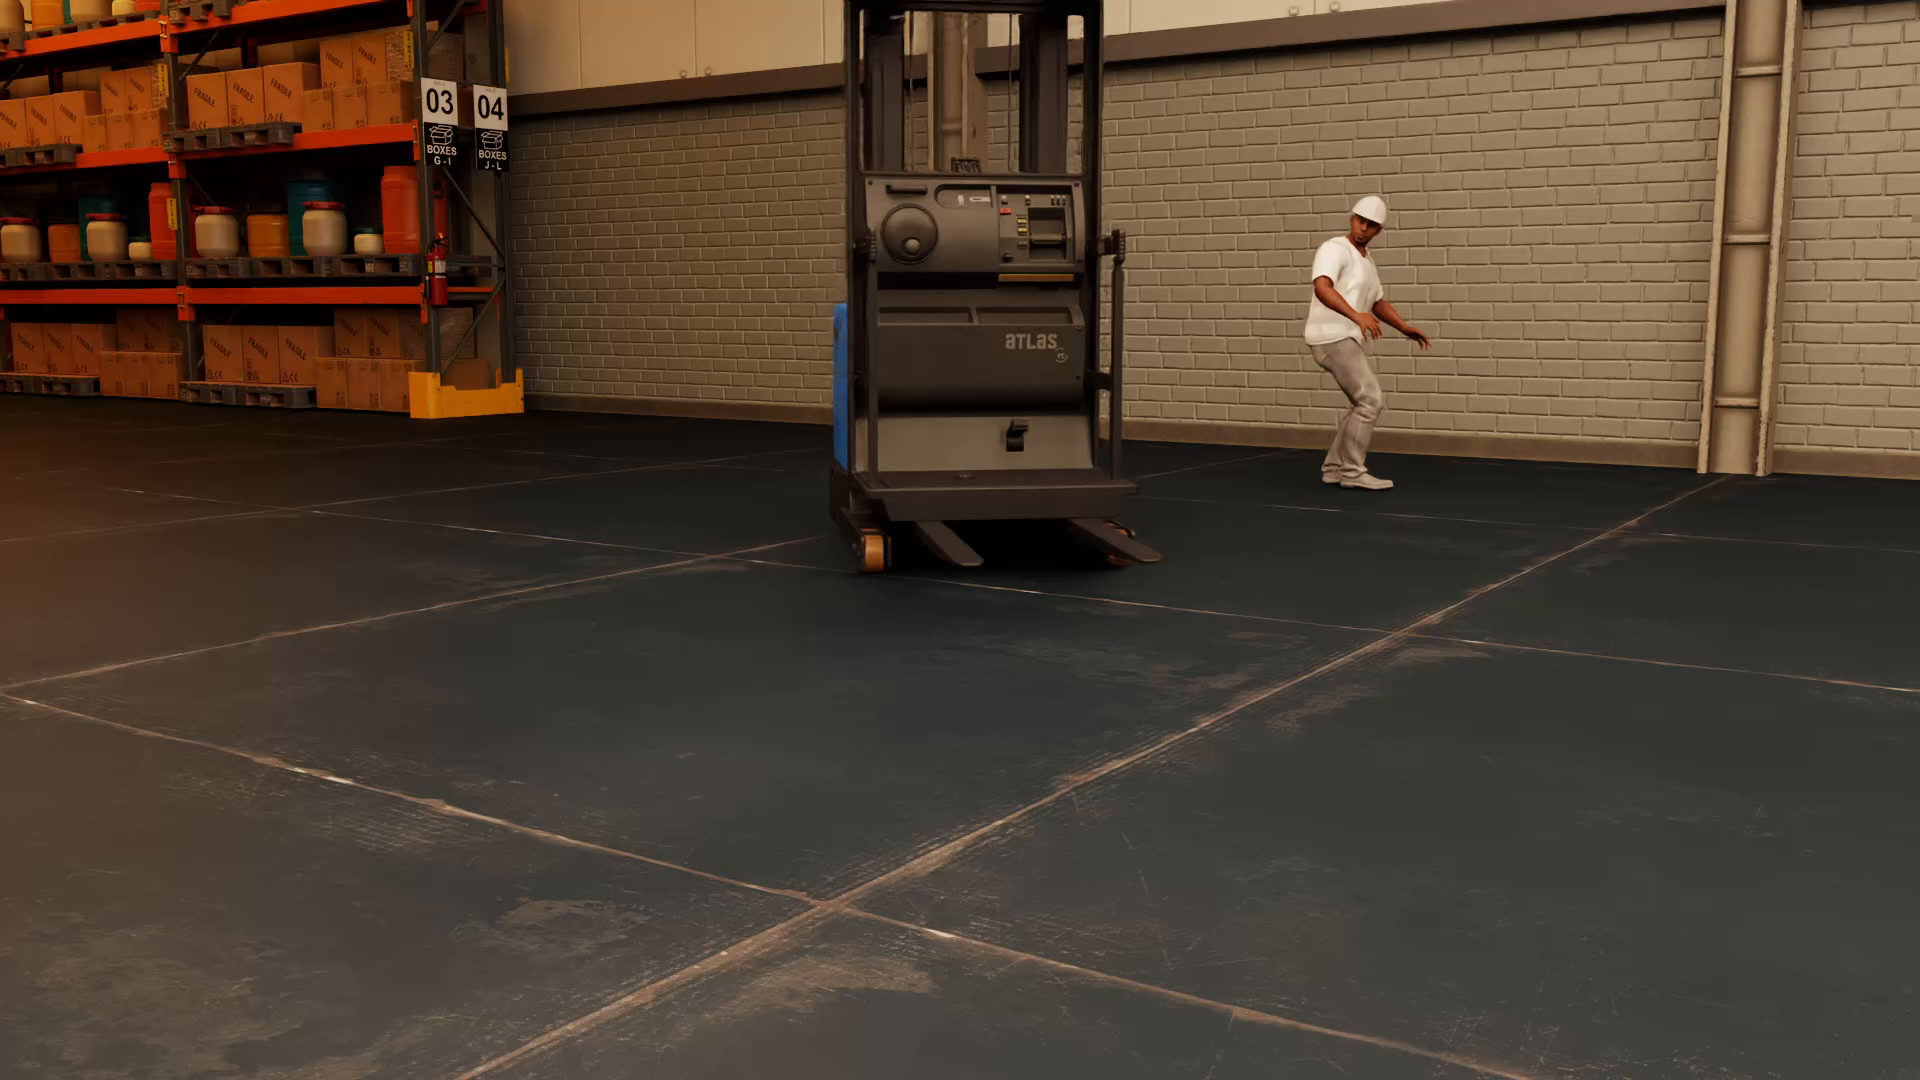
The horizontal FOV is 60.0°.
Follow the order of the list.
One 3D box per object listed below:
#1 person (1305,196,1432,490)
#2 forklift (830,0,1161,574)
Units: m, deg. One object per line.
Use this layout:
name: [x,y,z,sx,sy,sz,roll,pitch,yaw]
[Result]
person: [2.356,-1.128,9.659,0.645,1.716,0.821,4,9,26]
forklift: [0.101,-1.366,6.800,1.130,2.935,3.031,-1,8,-9]
